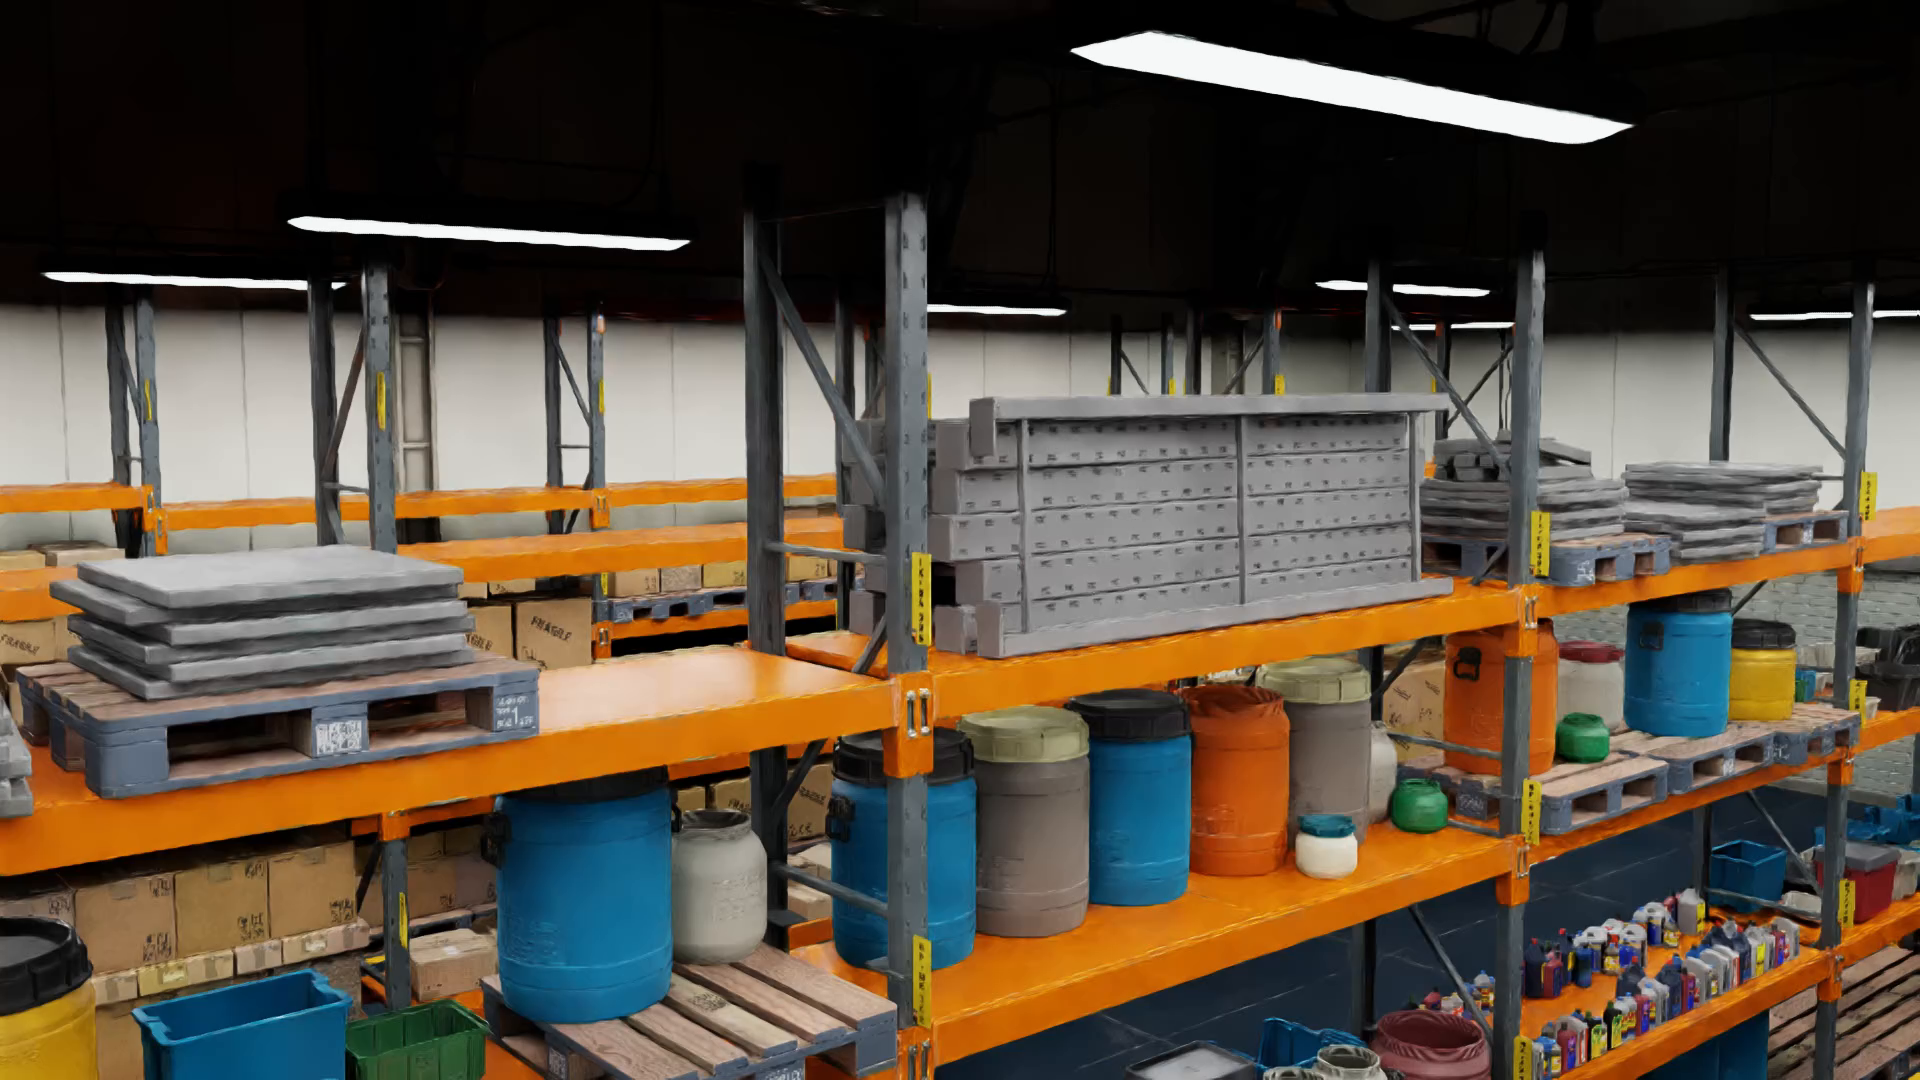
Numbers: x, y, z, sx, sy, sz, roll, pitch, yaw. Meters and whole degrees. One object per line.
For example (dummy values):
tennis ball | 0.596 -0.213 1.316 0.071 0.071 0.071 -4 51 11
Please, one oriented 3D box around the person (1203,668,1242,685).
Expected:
person | 3.594 2.125 22.409 0.772 1.755 0.582 0 6 -4
